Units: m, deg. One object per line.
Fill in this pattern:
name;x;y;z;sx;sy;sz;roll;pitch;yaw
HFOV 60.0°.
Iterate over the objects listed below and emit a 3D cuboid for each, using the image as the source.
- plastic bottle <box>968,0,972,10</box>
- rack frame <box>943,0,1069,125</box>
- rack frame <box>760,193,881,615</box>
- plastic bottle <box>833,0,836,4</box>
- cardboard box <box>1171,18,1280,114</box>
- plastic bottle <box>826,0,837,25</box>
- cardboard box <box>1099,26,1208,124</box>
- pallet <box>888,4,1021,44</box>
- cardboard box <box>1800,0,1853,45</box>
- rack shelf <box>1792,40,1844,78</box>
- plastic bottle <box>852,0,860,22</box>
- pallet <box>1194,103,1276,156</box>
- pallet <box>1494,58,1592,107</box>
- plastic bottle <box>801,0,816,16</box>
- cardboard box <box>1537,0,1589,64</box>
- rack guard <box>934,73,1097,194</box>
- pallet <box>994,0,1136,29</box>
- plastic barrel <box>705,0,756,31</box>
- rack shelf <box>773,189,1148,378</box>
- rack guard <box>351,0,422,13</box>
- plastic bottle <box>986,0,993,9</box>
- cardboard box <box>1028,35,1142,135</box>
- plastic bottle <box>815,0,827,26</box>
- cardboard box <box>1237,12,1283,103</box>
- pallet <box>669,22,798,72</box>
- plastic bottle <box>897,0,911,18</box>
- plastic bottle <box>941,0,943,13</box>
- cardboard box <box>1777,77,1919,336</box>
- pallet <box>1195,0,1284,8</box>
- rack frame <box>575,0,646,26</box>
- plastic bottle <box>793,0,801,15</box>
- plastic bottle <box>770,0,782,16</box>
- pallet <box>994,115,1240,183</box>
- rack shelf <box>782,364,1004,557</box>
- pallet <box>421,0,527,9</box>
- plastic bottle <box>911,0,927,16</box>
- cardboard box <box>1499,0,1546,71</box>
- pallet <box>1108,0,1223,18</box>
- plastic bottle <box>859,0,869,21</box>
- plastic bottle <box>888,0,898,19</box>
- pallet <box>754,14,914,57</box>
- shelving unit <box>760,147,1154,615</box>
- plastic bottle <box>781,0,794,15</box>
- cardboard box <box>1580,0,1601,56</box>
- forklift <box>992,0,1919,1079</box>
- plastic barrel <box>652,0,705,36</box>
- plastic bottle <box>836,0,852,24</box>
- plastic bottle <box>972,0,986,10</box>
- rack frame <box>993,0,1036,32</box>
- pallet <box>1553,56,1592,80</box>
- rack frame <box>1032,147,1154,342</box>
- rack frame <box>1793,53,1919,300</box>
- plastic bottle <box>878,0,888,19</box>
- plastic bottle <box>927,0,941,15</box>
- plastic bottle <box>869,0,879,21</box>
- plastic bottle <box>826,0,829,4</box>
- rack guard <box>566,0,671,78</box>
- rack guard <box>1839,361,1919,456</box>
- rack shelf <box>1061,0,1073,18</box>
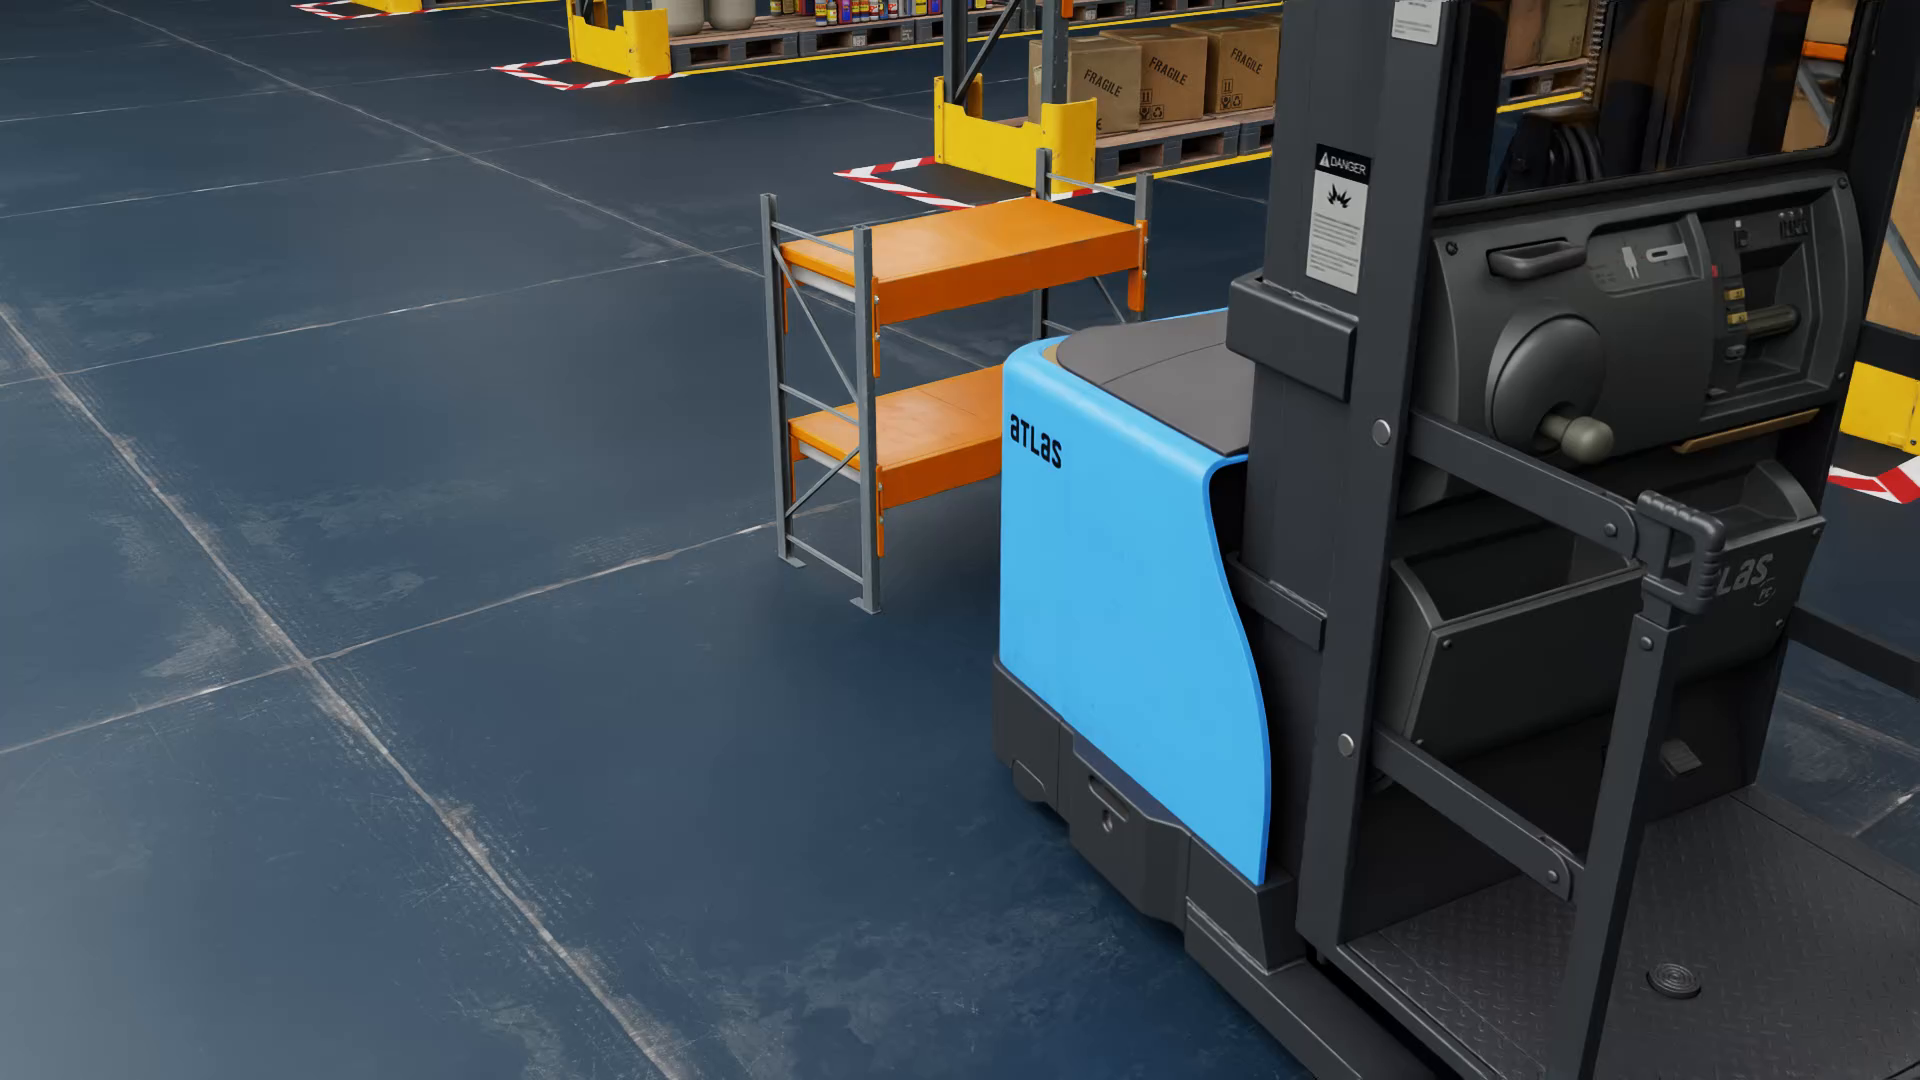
plastic bottle;0.015;-4.967;15.012;0.185;0.351;0.144;-19;31;-35
rack frame;0.253;-3.551;9.339;0.127;3.000;1.000;-18;31;-34
rack frame;-0.395;-0.380;4.732;0.032;1.125;0.500;-18;31;-34
plastic bottle;-1.176;-4.949;14.975;0.185;0.351;0.144;-17;30;-32
cardboard box;1.708;-3.088;10.810;0.500;0.500;0.500;-15;29;-29
plastic bottle;-1.103;-4.517;14.221;0.097;0.201;0.097;0;25;0
cardboard box;1.204;-2.931;10.474;0.500;0.500;0.500;-10;27;-21
pallet;-0.210;-4.806;15.354;1.213;0.211;1.003;-18;31;-34
cardboard box;3.498;-2.062;5.951;0.550;0.550;0.875;-18;31;-34
rack shelf;4.808;-2.075;7.013;4.000;0.370;1.077;-18;31;-34
plastic bottle;-0.915;-4.611;14.340;0.097;0.271;0.097;0;25;0
pallet;1.933;-2.821;11.077;1.213;0.211;1.003;-18;31;-34
pallet;4.012;-3.528;12.602;1.213;0.211;1.003;-18;31;-34
plastic bottle;-1.347;-4.803;14.740;0.133;0.283;0.061;-18;31;-34
cardboard box;4.284;-3.926;12.593;0.500;0.500;0.700;-18;31;-34
rack guard;0.313;-2.437;9.908;0.348;0.500;1.175;-18;31;-34
pallet;0.938;-5.183;16.168;1.213;0.211;1.003;-18;31;-34
plastic barrel;-1.938;-4.581;14.013;0.421;0.512;0.421;0;25;0
rack shelf;0.005;-0.777;4.894;1.000;0.278;0.538;-18;31;-34
rack guard;-5.876;-5.694;16.925;0.348;0.500;1.175;-18;31;-34
plastic bottle;0.251;-4.964;15.184;0.097;0.201;0.097;0;25;0
cardboard box;0.755;-2.765;10.115;0.500;0.500;0.500;-12;28;-25
plastic bottle;-1.184;-4.522;14.149;0.097;0.271;0.097;0;25;0
cardboard box;2.175;-3.218;11.091;0.500;0.500;0.500;-22;33;-38
pallet;-2.130;-4.172;13.989;1.213;0.211;1.003;-18;31;-34
plastic bottle;-0.520;-4.758;14.652;0.135;0.276;0.152;-18;30;-33
plastic bottle;-0.136;-4.917;14.905;0.185;0.351;0.144;-20;32;-37
cardboard box;3.727;-1.307;6.528;0.875;0.875;0.875;-18;30;-34
pallet;2.858;-5.817;17.533;1.213;0.211;1.003;-18;31;-34
rack frame;-2.803;-5.192;12.875;0.127;3.000;1.000;-18;31;-34
plastic bottle;-1.414;-4.835;14.818;0.135;0.276;0.152;-18;30;-34
plastic bottle;-1.629;-4.745;14.712;0.097;0.201;0.097;0;25;0
pallet;0.974;-2.506;10.398;1.213;0.211;1.003;-18;31;-34
rack shelf;0.005;-0.290;5.120;1.000;0.278;0.538;-18;31;-34
pallet;-5.281;-5.782;17.457;1.213;0.211;1.003;-18;31;-34
plastic bottle;-0.390;-4.833;14.724;0.185;0.351;0.144;-18;31;-34
cardboard box;3.897;-3.809;12.340;0.500;0.500;0.700;-21;32;-38
pallet;1.899;-5.502;16.854;1.213;0.211;1.003;-18;31;-34
plastic bottle;-0.836;-4.637;14.396;0.097;0.271;0.097;0;25;0
plastic bottle;-0.596;-4.684;14.582;0.097;0.201;0.097;0;25;0
pallet;-1.171;-4.487;14.668;1.213;0.211;1.003;-18;31;-34
shelving unit;0.005;-0.512;5.017;1.048;1.125;0.538;-18;31;-34
plastic bottle;-1.548;-4.818;14.773;0.133;0.283;0.061;-17;30;-33
cardboard box;4.724;-4.072;12.907;0.500;0.500;0.700;-21;32;-38
forklift;1.222;-0.333;2.486;1.130;2.935;3.031;-13;28;-26
plastic barrel;-2.333;-4.451;13.733;0.421;0.512;0.421;0;25;0
plastic bottle;-0.995;-4.580;14.260;0.133;0.283;0.061;-18;30;-33
plastic bottle;0.169;-4.964;15.088;0.133;0.283;0.061;-17;30;-32
rack frame;0.344;-6.231;15.113;0.127;3.000;1.000;-18;31;-34
pallet;4.973;-3.847;13.289;1.213;0.211;1.003;-18;31;-34
rack frame;0.405;-0.644;5.302;0.032;1.125;0.500;-18;31;-34
rack frame;3.234;-1.882;5.742;0.127;3.000;1.000;-18;31;-34
plastic bottle;-0.677;-4.690;14.510;0.097;0.271;0.097;0;25;0
plastic bottle;-0.238;-4.830;14.798;0.133;0.283;0.061;-16;29;-31
plastic bottle;-0.758;-4.631;14.467;0.097;0.201;0.097;0;25;0
plastic bottle;-1.213;-4.801;14.832;0.097;0.201;0.097;0;25;0
rack guard;-2.773;-4.094;13.477;0.348;0.500;1.175;-18;31;-34
rack guard;3.215;-0.742;6.255;0.348;0.500;1.175;-18;31;-34
rack shelf;1.827;-3.745;10.610;4.000;0.370;1.077;-18;31;-34
